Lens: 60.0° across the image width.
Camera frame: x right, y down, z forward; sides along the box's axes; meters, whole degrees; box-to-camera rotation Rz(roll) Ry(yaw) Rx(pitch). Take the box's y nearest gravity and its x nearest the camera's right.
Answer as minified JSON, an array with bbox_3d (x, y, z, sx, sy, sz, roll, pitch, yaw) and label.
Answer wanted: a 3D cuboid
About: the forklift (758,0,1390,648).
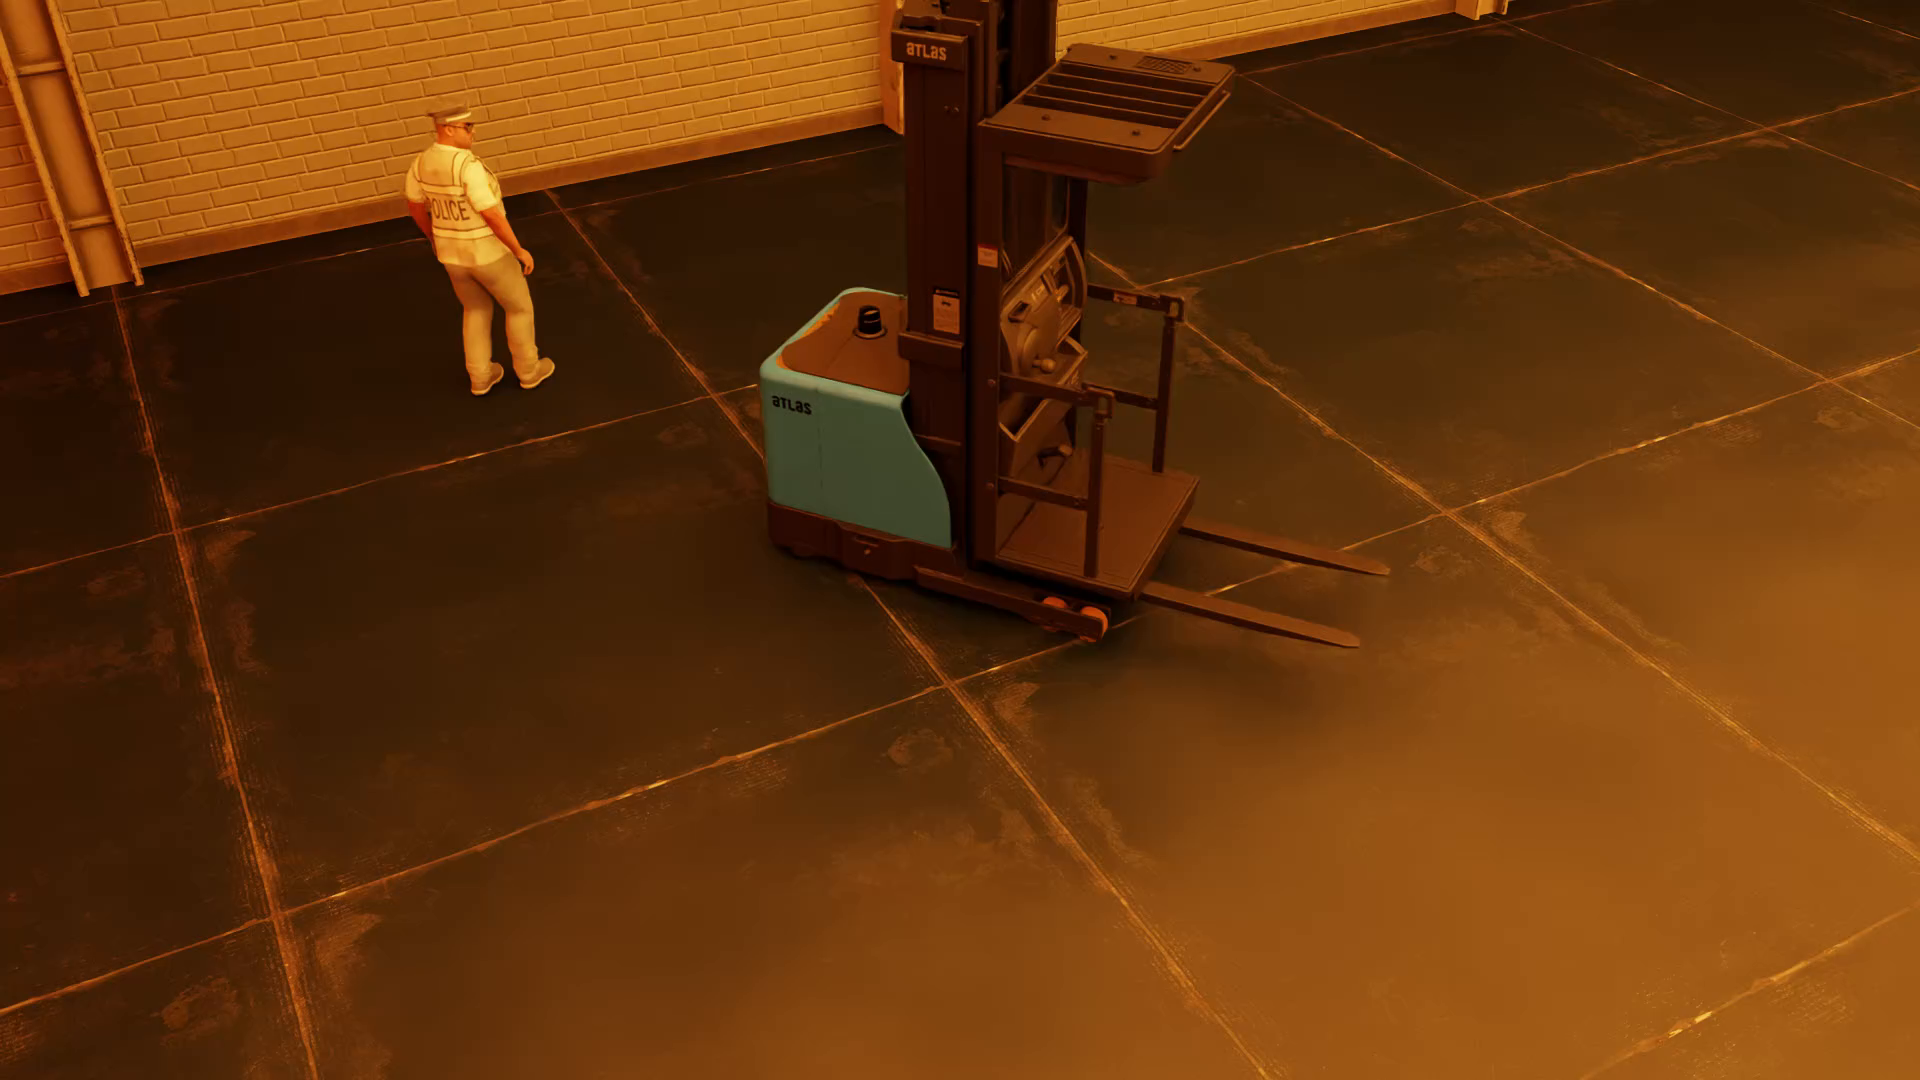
[{"bbox_3d":[0.573,-1.059,7.622,3.031,2.935,1.130,15,38,20],"label":"forklift"}]

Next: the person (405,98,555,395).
[{"bbox_3d":[-2.733,-1.673,9.521,0.739,1.742,0.515,13,37,17],"label":"person"}]
